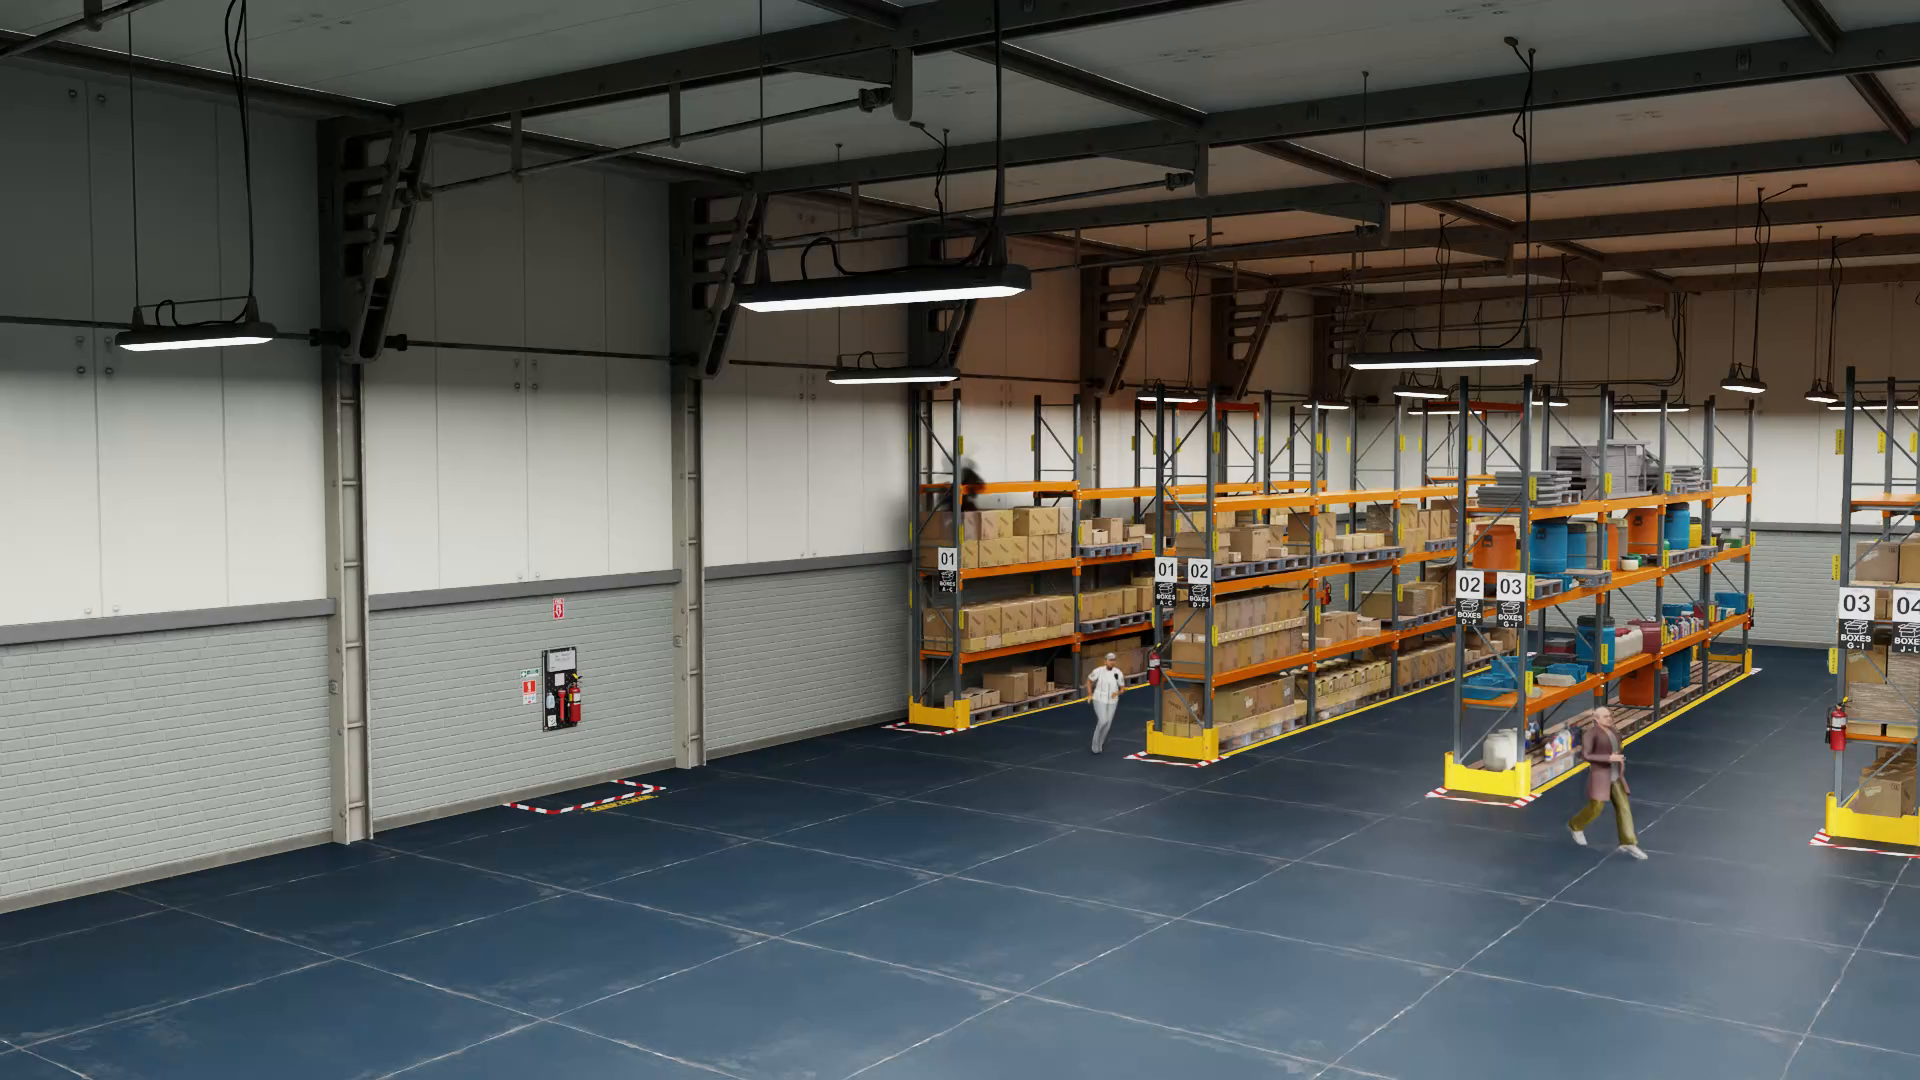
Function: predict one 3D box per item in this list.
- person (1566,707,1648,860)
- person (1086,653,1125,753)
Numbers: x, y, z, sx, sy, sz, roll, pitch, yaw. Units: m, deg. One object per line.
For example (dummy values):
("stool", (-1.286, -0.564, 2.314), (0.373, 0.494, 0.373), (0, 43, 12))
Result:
("person", (7.932, 2.935, 20.376), (0.730, 1.761, 1.109), (-1, 4, -23))
("person", (2.395, 2.641, 26.954), (0.591, 1.620, 0.610), (-1, 3, -11))
